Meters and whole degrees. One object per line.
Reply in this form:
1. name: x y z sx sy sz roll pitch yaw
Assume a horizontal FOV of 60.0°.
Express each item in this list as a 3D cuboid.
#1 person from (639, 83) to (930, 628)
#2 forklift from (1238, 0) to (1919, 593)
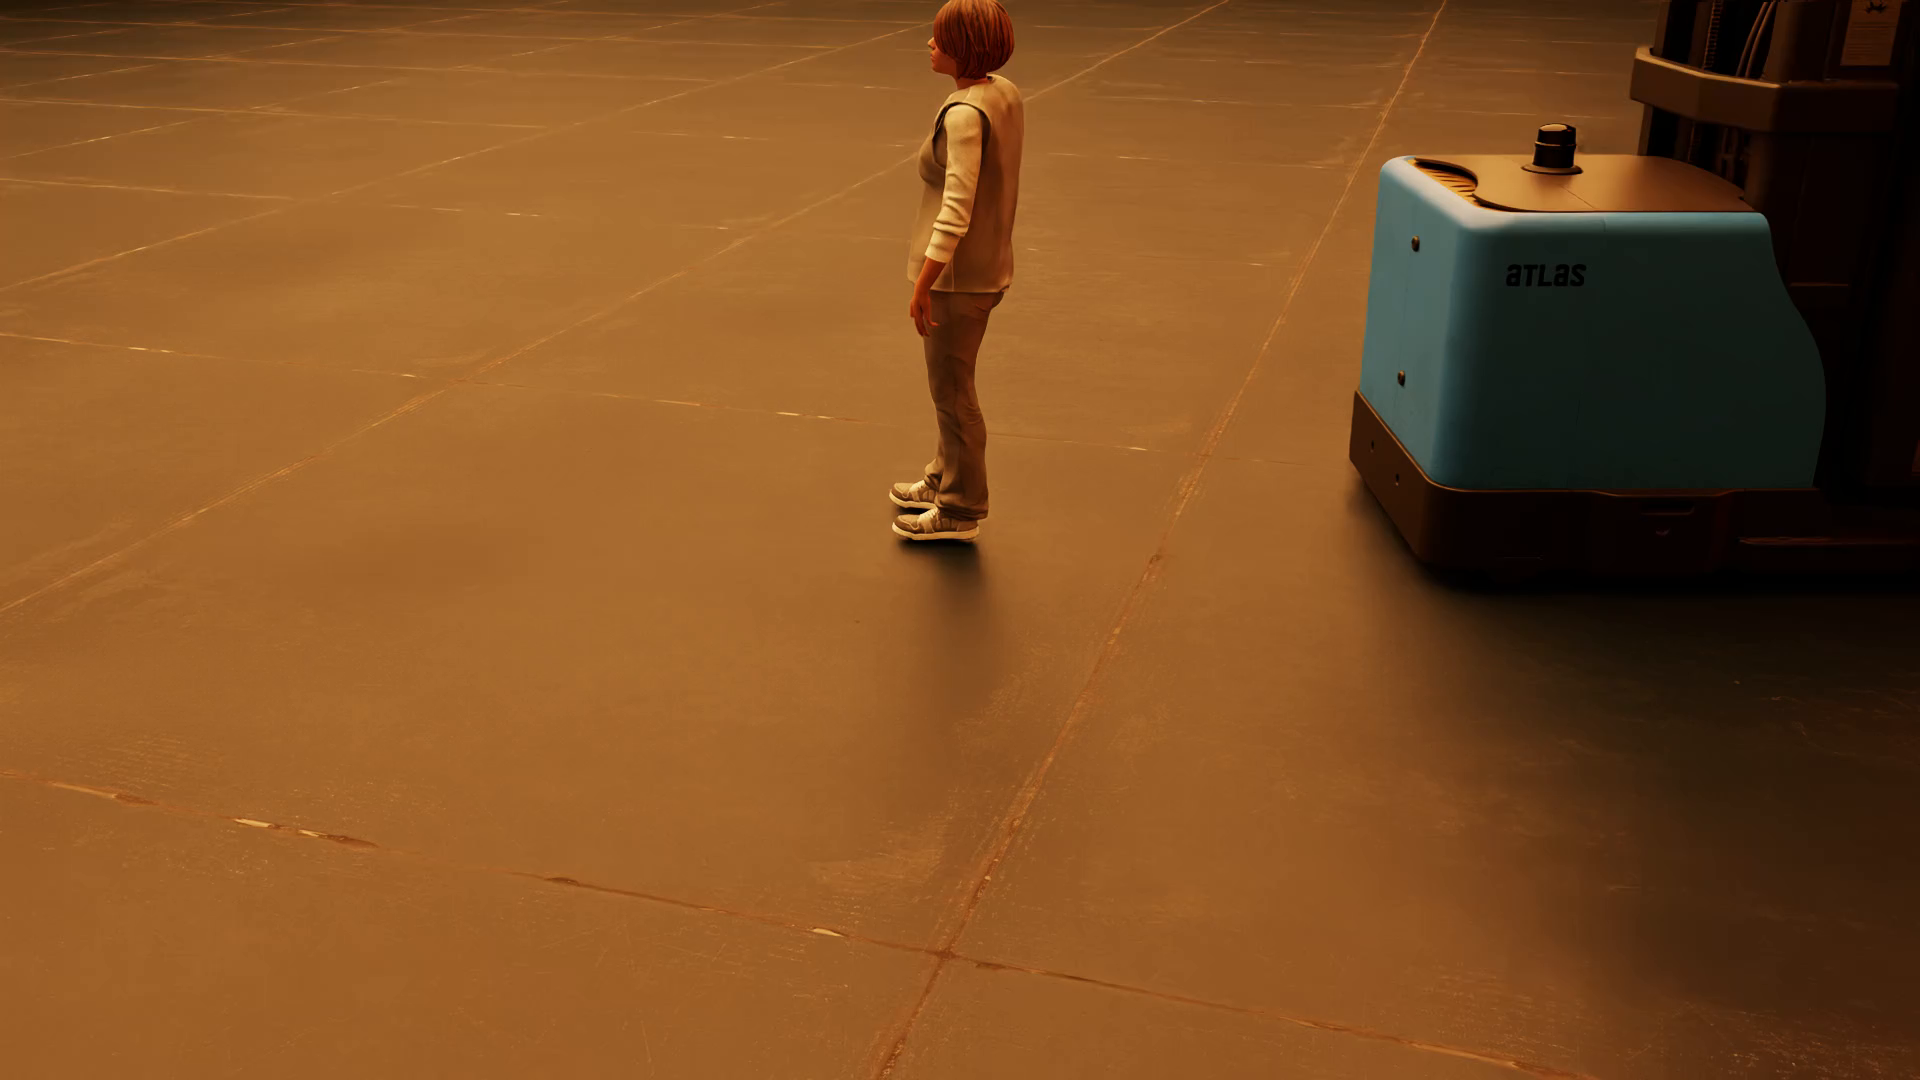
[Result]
1. person: -0.394 -0.569 4.680 0.601 1.386 1.077 13 26 29
2. forklift: 2.456 -1.408 4.690 3.031 2.935 1.130 0 22 -1
